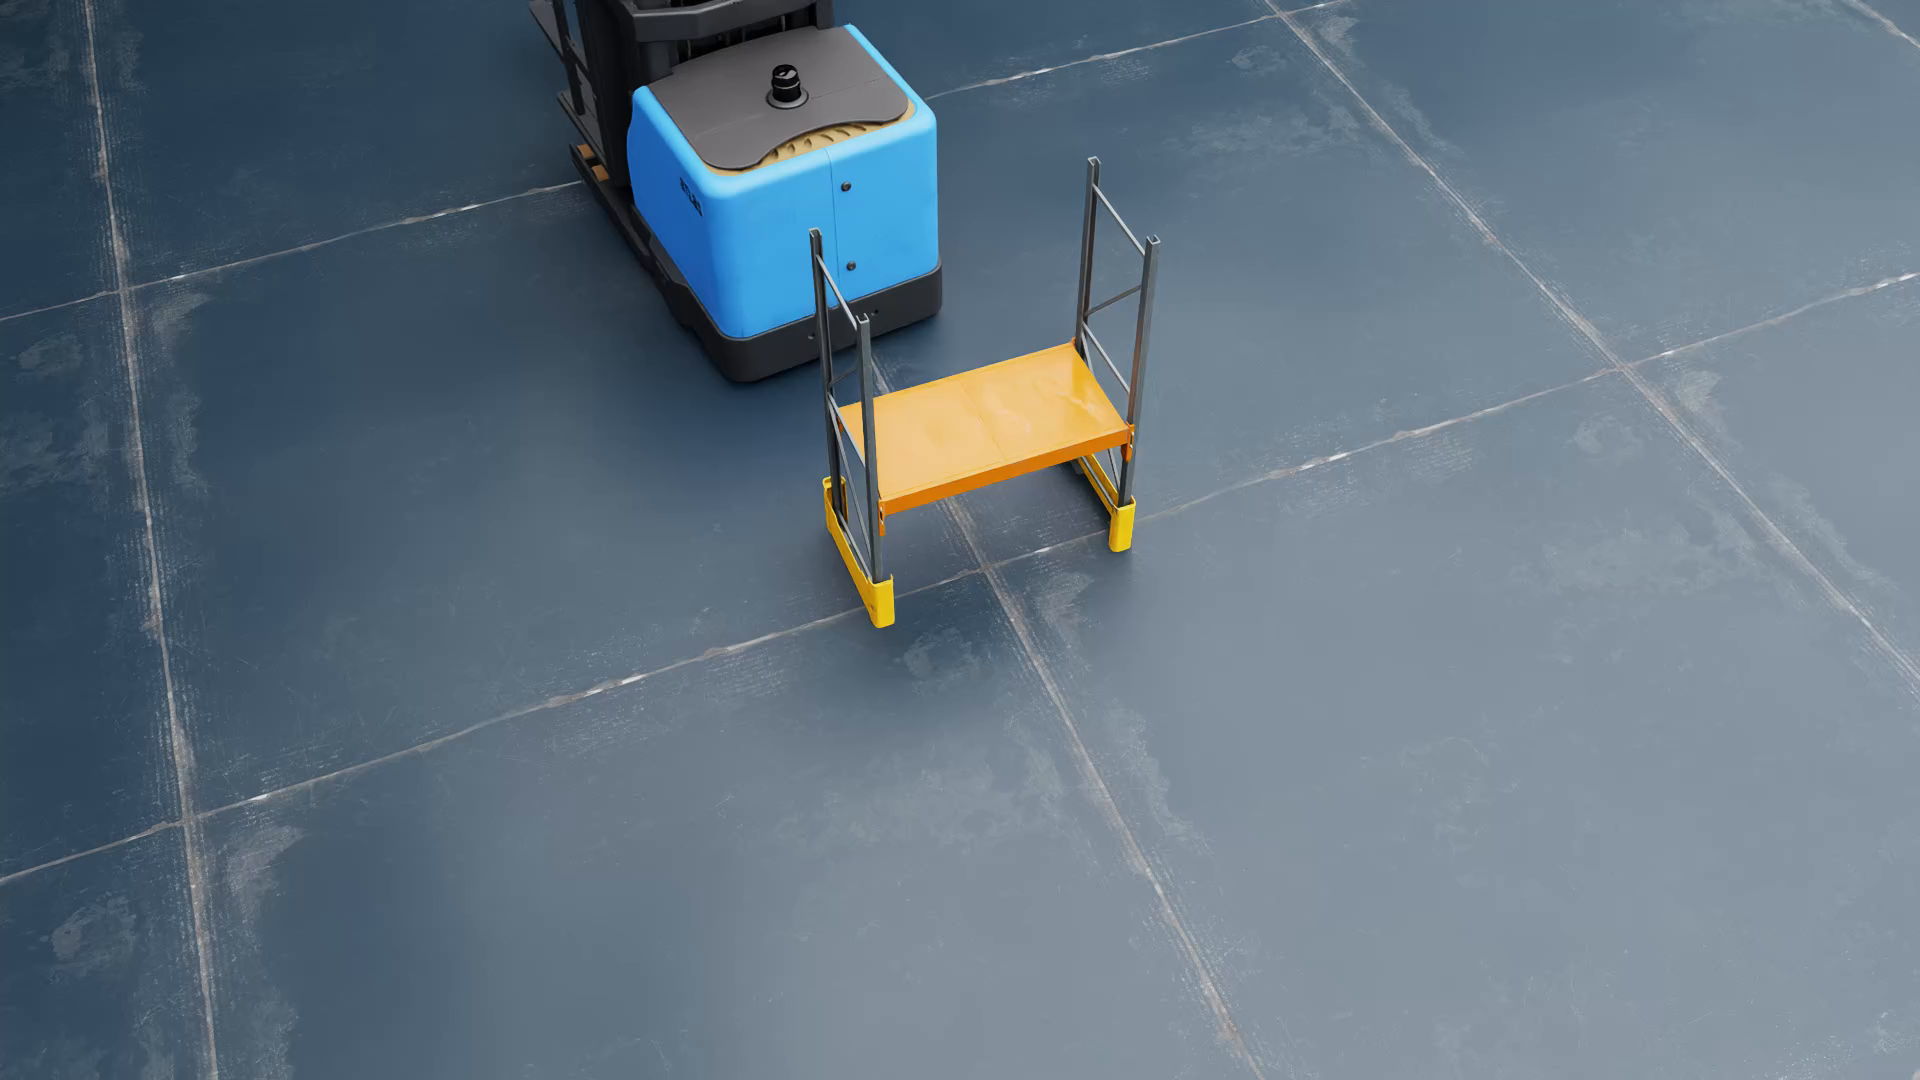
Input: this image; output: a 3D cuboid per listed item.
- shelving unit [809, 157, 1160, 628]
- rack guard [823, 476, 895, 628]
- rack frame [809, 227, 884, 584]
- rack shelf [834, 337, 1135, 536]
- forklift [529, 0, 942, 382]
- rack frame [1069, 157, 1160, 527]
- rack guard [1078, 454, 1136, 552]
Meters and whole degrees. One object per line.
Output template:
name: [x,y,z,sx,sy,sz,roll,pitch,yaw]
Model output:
shelving unit: [0.071,-0.510,6.041,1.083,1.500,0.587,-17,52,-14]
rack guard: [-0.390,0.040,6.392,0.087,0.250,0.587,-17,52,-14]
rack frame: [-0.392,-0.367,5.918,0.032,1.500,0.500,-17,52,-14]
rack shelf: [0.079,-0.396,6.179,1.000,0.185,0.538,-17,52,-14]
forklift: [-1.232,-2.747,7.018,1.130,2.935,3.031,-23,53,-18]
rack frame: [0.550,-0.659,6.168,0.032,1.500,0.500,-17,52,-14]
rack guard: [0.532,-0.246,6.637,0.087,0.250,0.587,-17,52,-14]
